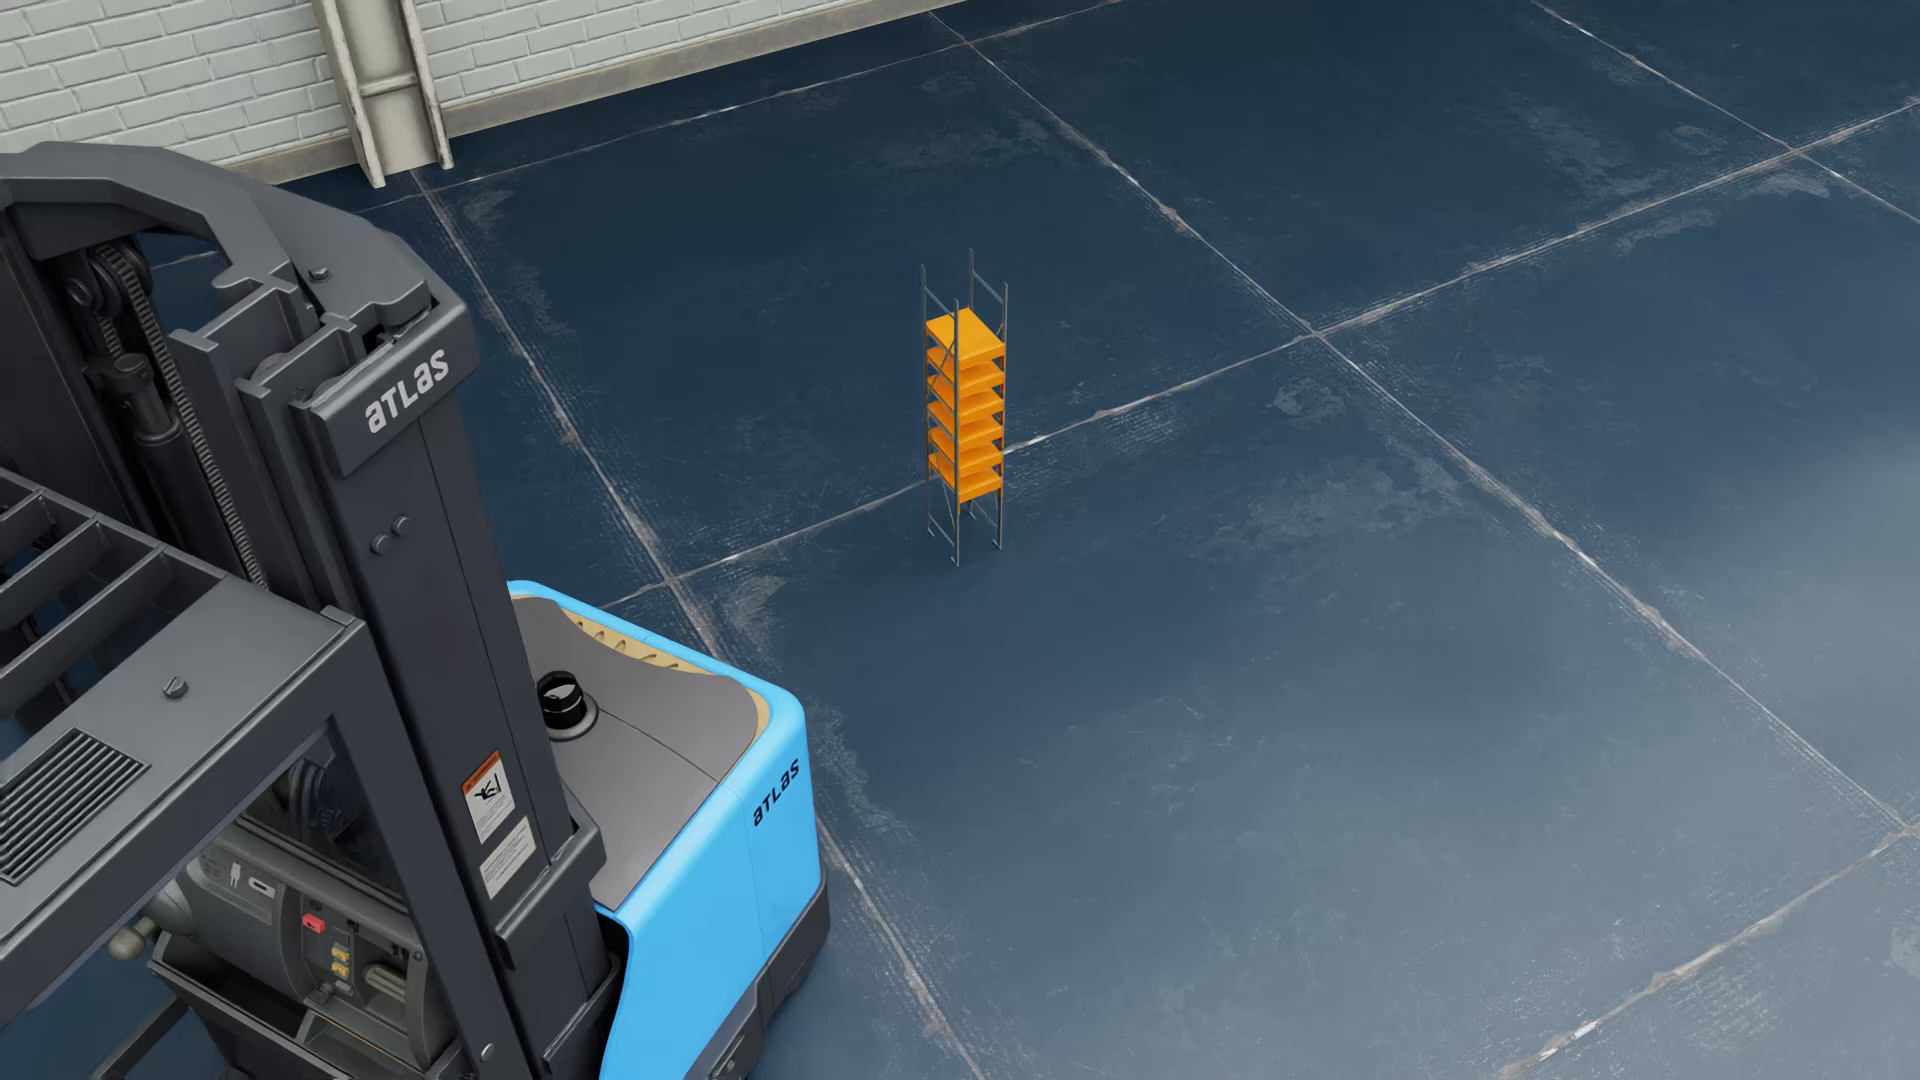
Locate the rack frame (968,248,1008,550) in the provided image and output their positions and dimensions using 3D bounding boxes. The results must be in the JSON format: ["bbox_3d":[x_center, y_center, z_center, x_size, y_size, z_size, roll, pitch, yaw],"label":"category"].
[{"bbox_3d":[0.092,-0.467,5.870,0.006,1.200,0.240,-22,48,-21],"label":"rack frame"}]

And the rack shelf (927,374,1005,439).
[{"bbox_3d":[0.013,-0.490,5.785,0.180,0.103,0.258,-22,48,-21],"label":"rack shelf"}]

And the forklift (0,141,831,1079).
[{"bbox_3d":[-1.532,0.869,3.250,1.130,2.935,3.031,21,48,20],"label":"forklift"}]

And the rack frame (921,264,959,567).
[{"bbox_3d":[-0.067,-0.404,5.805,0.006,1.200,0.240,-22,48,-21],"label":"rack frame"}]

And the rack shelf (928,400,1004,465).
[{"bbox_3d":[0.013,-0.404,5.868,0.180,0.103,0.258,-22,48,-21],"label":"rack shelf"}]

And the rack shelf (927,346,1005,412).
[{"bbox_3d":[0.013,-0.576,5.701,0.180,0.103,0.258,-22,48,-21],"label":"rack shelf"}]

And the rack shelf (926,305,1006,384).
[{"bbox_3d":[0.013,-0.662,5.618,0.180,0.103,0.258,-22,48,-21],"label":"rack shelf"}]

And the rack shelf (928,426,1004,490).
[{"bbox_3d":[0.013,-0.318,5.952,0.180,0.103,0.258,-22,48,-21],"label":"rack shelf"}]

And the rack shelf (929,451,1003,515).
[{"bbox_3d":[0.013,-0.231,6.035,0.180,0.103,0.258,-22,48,-21],"label":"rack shelf"}]

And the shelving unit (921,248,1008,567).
[{"bbox_3d":[0.013,-0.436,5.837,0.189,1.200,0.258,-22,48,-21],"label":"shelving unit"}]
